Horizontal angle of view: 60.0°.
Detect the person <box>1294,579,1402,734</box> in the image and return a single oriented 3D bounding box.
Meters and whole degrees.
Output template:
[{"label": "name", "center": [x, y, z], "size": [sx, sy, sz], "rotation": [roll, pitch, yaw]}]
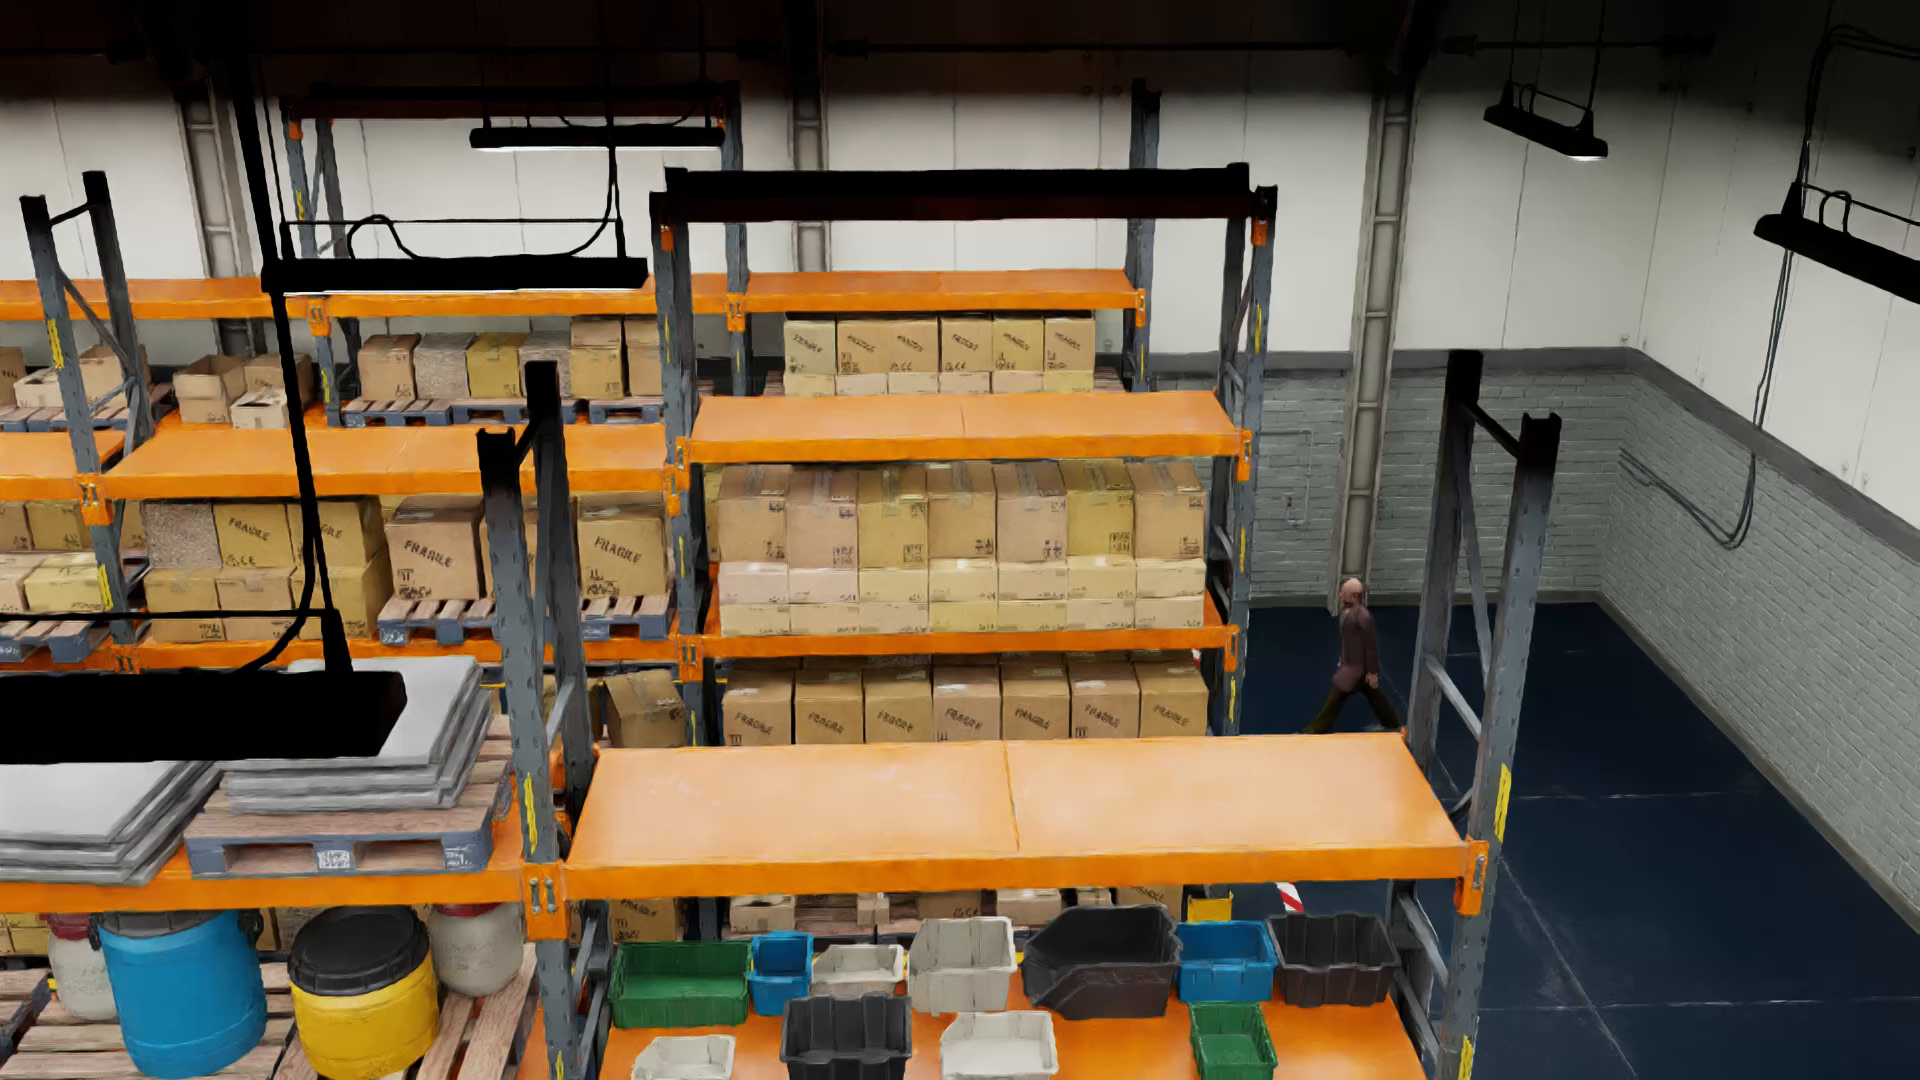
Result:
[{"label": "person", "center": [3.759, 1.157, 15.993], "size": [1.193, 1.698, 0.598], "rotation": [0, 22, -1]}]
